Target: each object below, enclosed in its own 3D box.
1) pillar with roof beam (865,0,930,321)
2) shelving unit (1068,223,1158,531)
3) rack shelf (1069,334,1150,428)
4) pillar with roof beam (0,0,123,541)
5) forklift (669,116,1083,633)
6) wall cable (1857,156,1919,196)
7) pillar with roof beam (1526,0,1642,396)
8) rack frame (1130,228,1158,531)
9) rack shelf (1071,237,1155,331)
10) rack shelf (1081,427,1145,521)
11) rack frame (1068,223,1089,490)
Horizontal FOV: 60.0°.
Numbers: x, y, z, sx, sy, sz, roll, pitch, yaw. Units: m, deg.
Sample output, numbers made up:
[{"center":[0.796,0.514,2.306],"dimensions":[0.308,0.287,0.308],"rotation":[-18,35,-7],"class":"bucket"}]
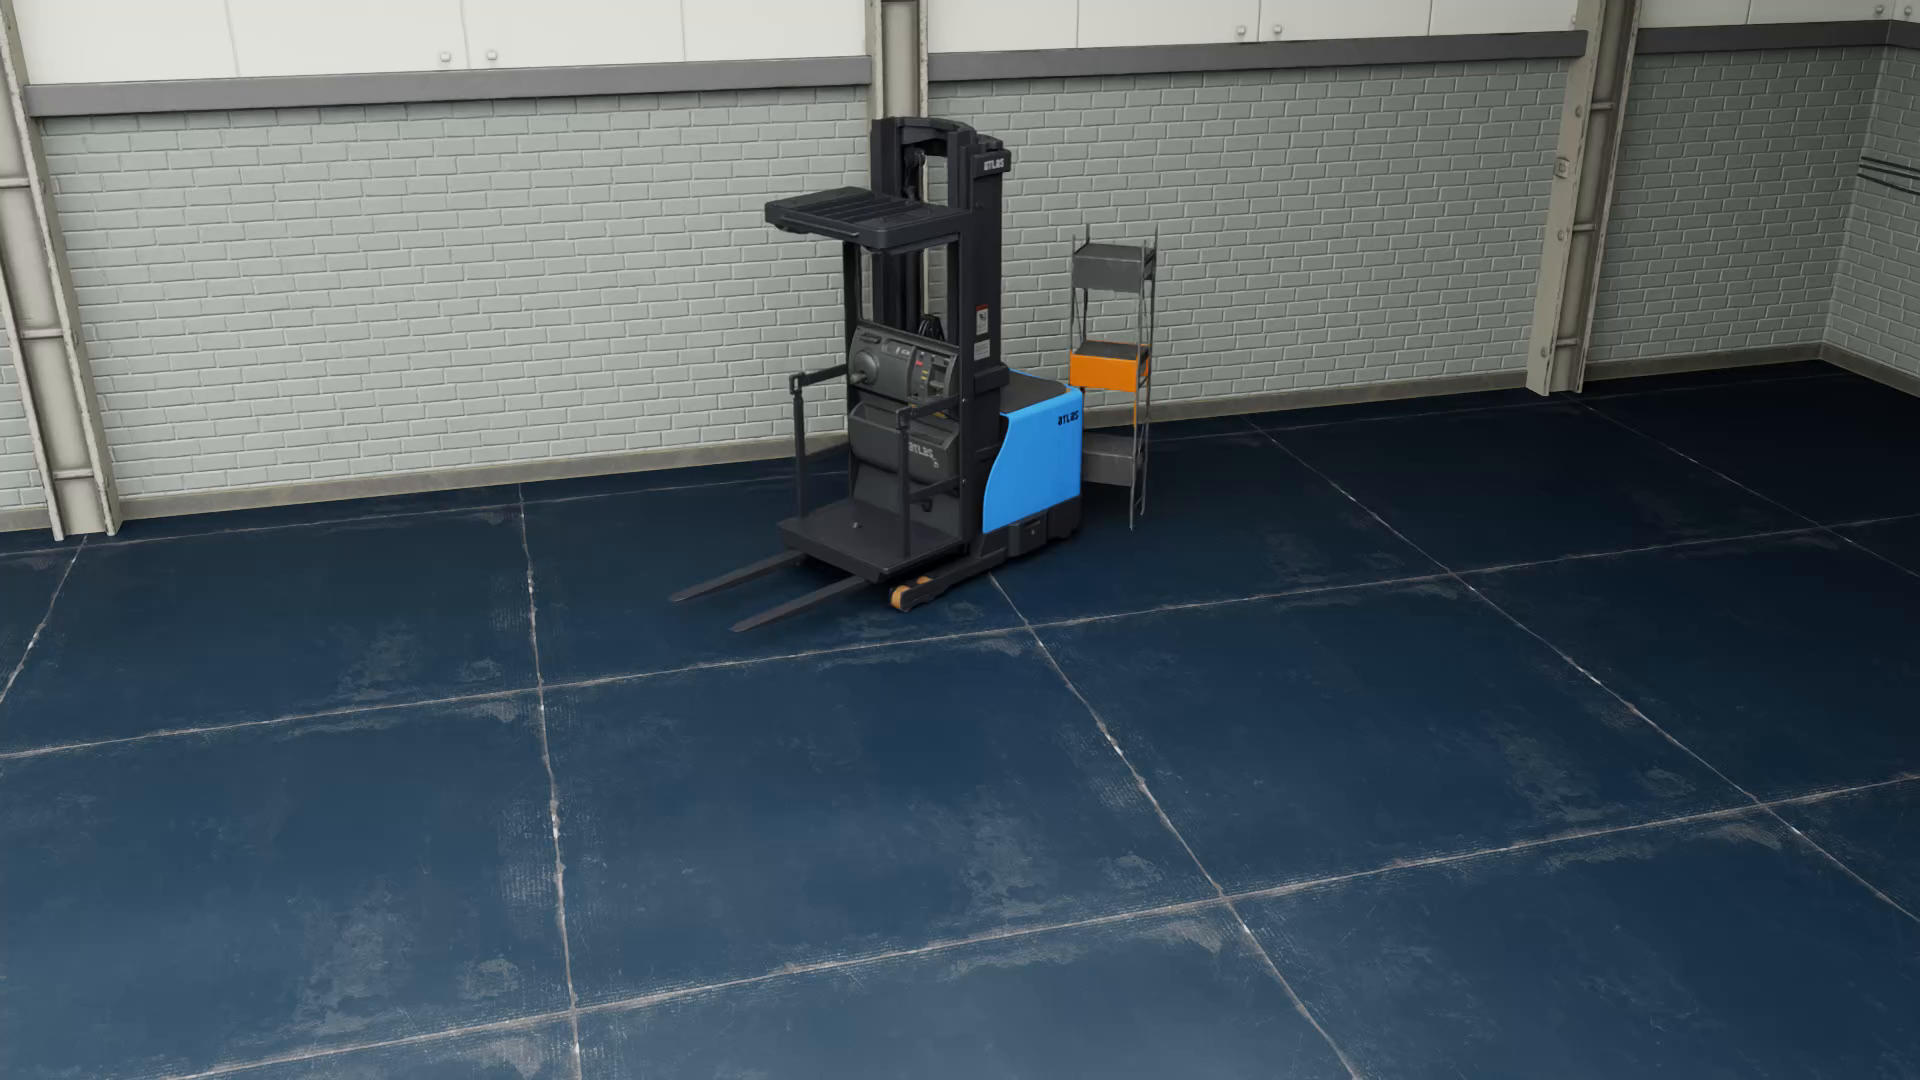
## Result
[{"center":[0.698,-3.215,7.830],"dimensions":[0.400,9.000,9.100],"rotation":[-6,24,-14],"class":"pillar with roof beam"},{"center":[1.059,-1.138,11.740],"dimensions":[0.503,2.100,0.431],"rotation":[8,24,18],"class":"shelving unit"},{"center":[1.059,-1.126,11.745],"dimensions":[0.480,0.518,0.431],"rotation":[8,24,18],"class":"rack shelf"},{"center":[-5.079,-2.576,6.340],"dimensions":[0.400,9.000,9.100],"rotation":[-6,24,-14],"class":"pillar with roof beam"},{"center":[-0.520,-1.114,10.630],"dimensions":[1.130,2.935,3.031],"rotation":[21,31,40],"class":"forklift"},{"center":[8.506,-3.873,13.302],"dimensions":[0.112,2.526,3.097],"rotation":[-6,24,-14],"class":"wall cable"},{"center":[6.475,-3.854,9.319],"dimensions":[0.400,9.000,9.100],"rotation":[-6,24,-14],"class":"pillar with roof beam"},{"center":[1.289,-1.107,11.666],"dimensions":[0.015,2.100,0.400],"rotation":[8,24,18],"class":"rack frame"},{"center":[1.059,-1.769,11.469],"dimensions":[0.480,0.518,0.431],"rotation":[8,24,18],"class":"rack shelf"},{"center":[1.059,-0.482,12.021],"dimensions":[0.480,0.518,0.431],"rotation":[8,24,18],"class":"rack shelf"},{"center":[0.828,-1.170,11.814],"dimensions":[0.015,2.100,0.400],"rotation":[8,24,18],"class":"rack frame"}]
